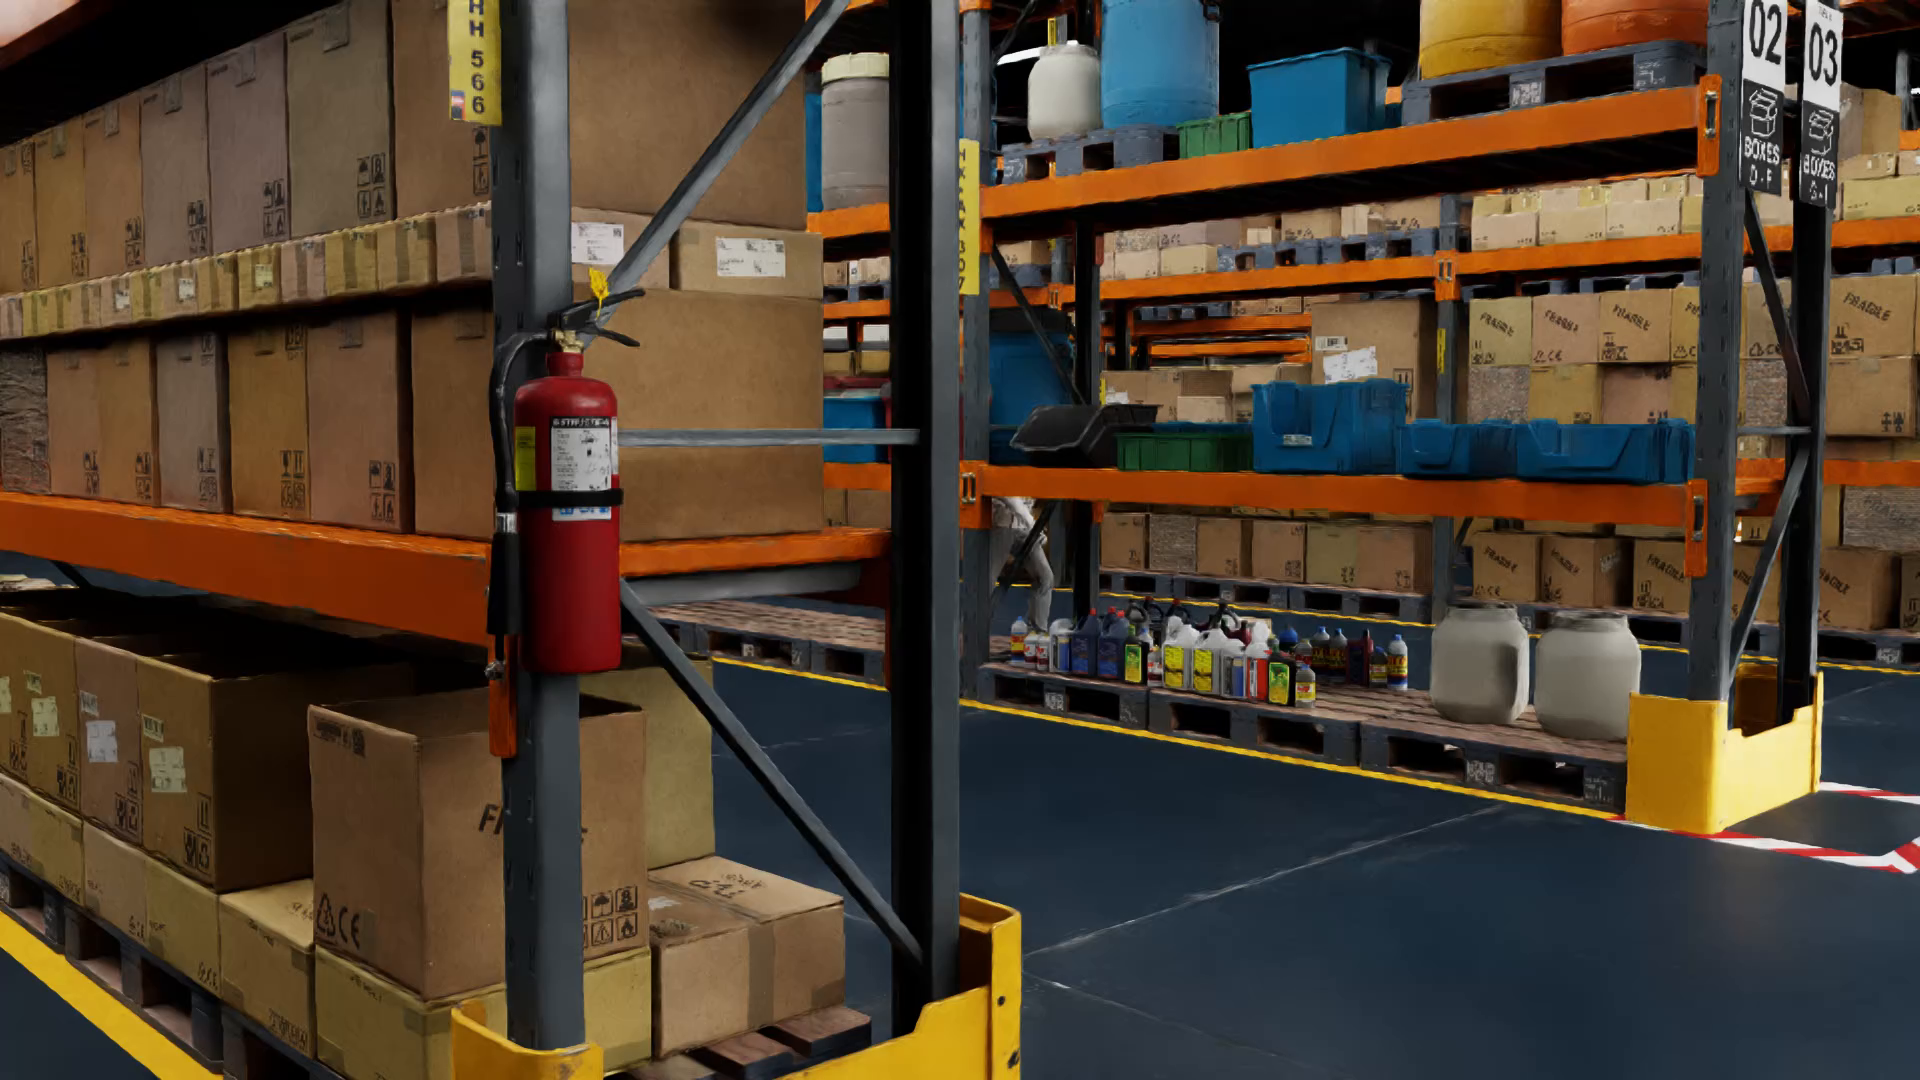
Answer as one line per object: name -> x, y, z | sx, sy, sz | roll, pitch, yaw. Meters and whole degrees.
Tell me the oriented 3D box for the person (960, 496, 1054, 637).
person -> 0.338, -0.060, 10.903 | 0.699, 1.632, 0.599 | 2, 4, 21
